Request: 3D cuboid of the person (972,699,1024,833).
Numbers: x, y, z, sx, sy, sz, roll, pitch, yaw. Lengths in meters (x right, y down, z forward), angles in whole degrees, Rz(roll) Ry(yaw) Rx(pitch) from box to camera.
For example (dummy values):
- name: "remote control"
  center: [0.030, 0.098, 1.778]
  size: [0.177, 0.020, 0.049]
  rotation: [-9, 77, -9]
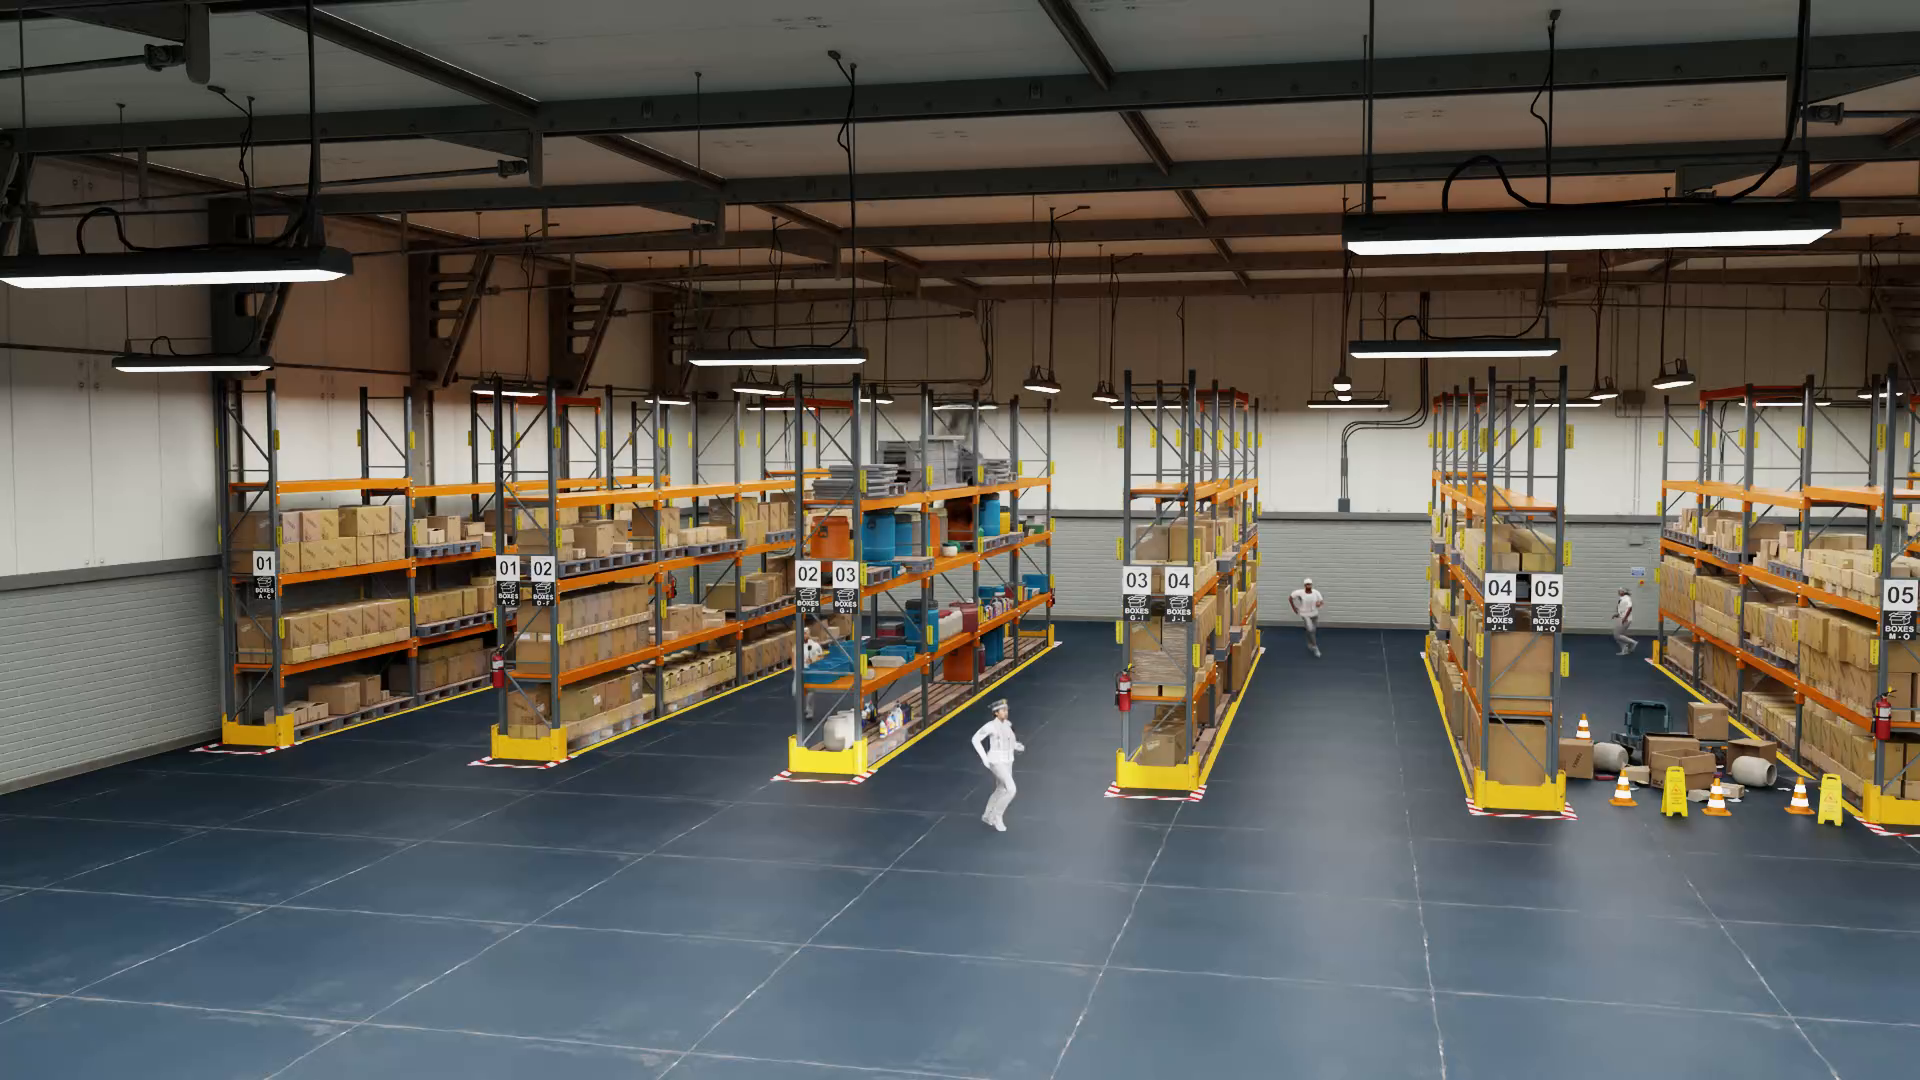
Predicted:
- name: "person"
  center: [0.533, 2.880, 21.291]
  size: [0.685, 1.706, 0.579]
  rotation: [3, 4, 37]

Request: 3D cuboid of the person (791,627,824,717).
- name: "person"
  center: [-2.761, 2.389, 29.823]
  size: [0.663, 1.664, 0.593]
  rotation: [1, 4, 14]

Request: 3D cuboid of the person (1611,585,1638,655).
- name: "person"
  center: [15.455, 1.870, 38.693]
  size: [0.563, 1.662, 0.615]
  rotation: [1, 4, 22]

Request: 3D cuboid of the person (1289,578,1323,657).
- name: "person"
  center: [8.135, 1.786, 38.853]
  size: [0.746, 1.796, 0.859]
  rotation: [-1, 4, -12]
